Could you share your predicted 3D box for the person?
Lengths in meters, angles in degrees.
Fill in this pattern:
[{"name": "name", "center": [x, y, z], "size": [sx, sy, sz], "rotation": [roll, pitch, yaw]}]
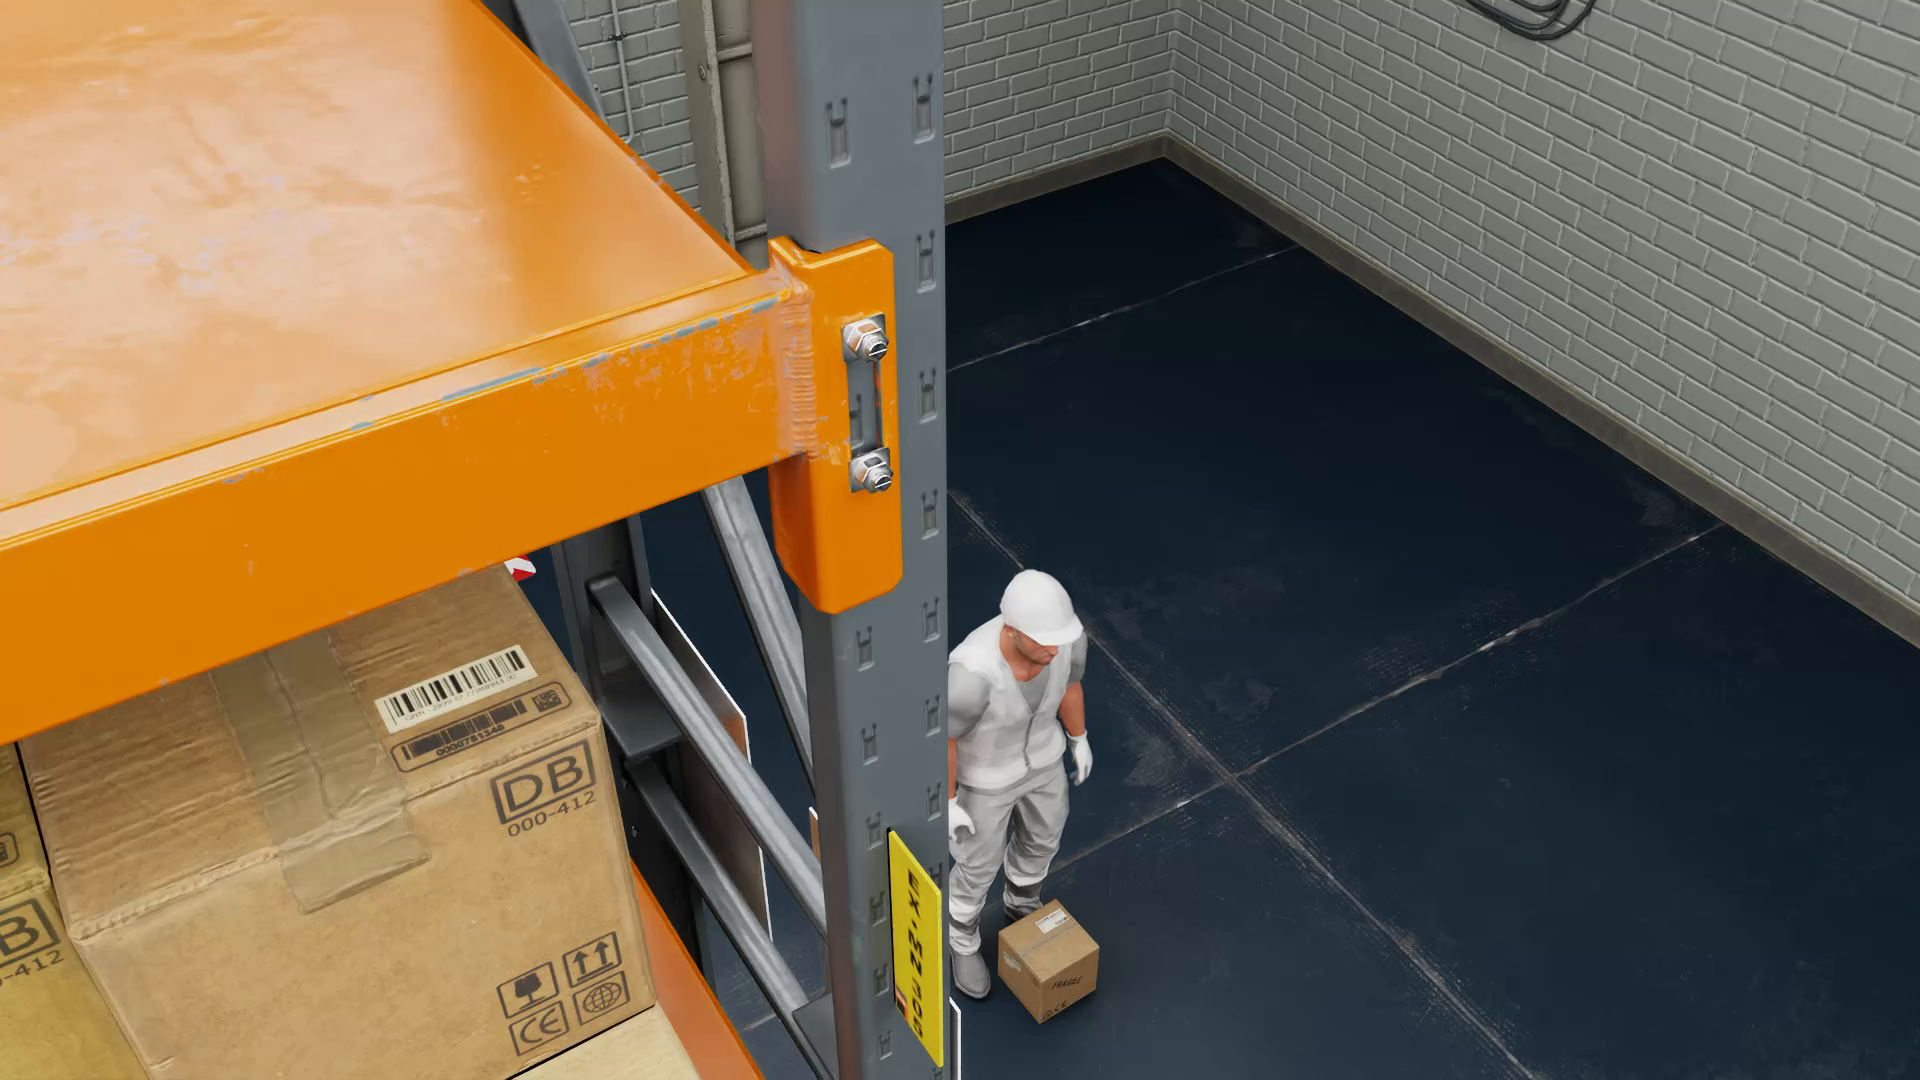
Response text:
[{"name": "person", "center": [0.177, 0.768, 5.441], "size": [0.609, 1.779, 0.454], "rotation": [-23, 45, -24]}]
